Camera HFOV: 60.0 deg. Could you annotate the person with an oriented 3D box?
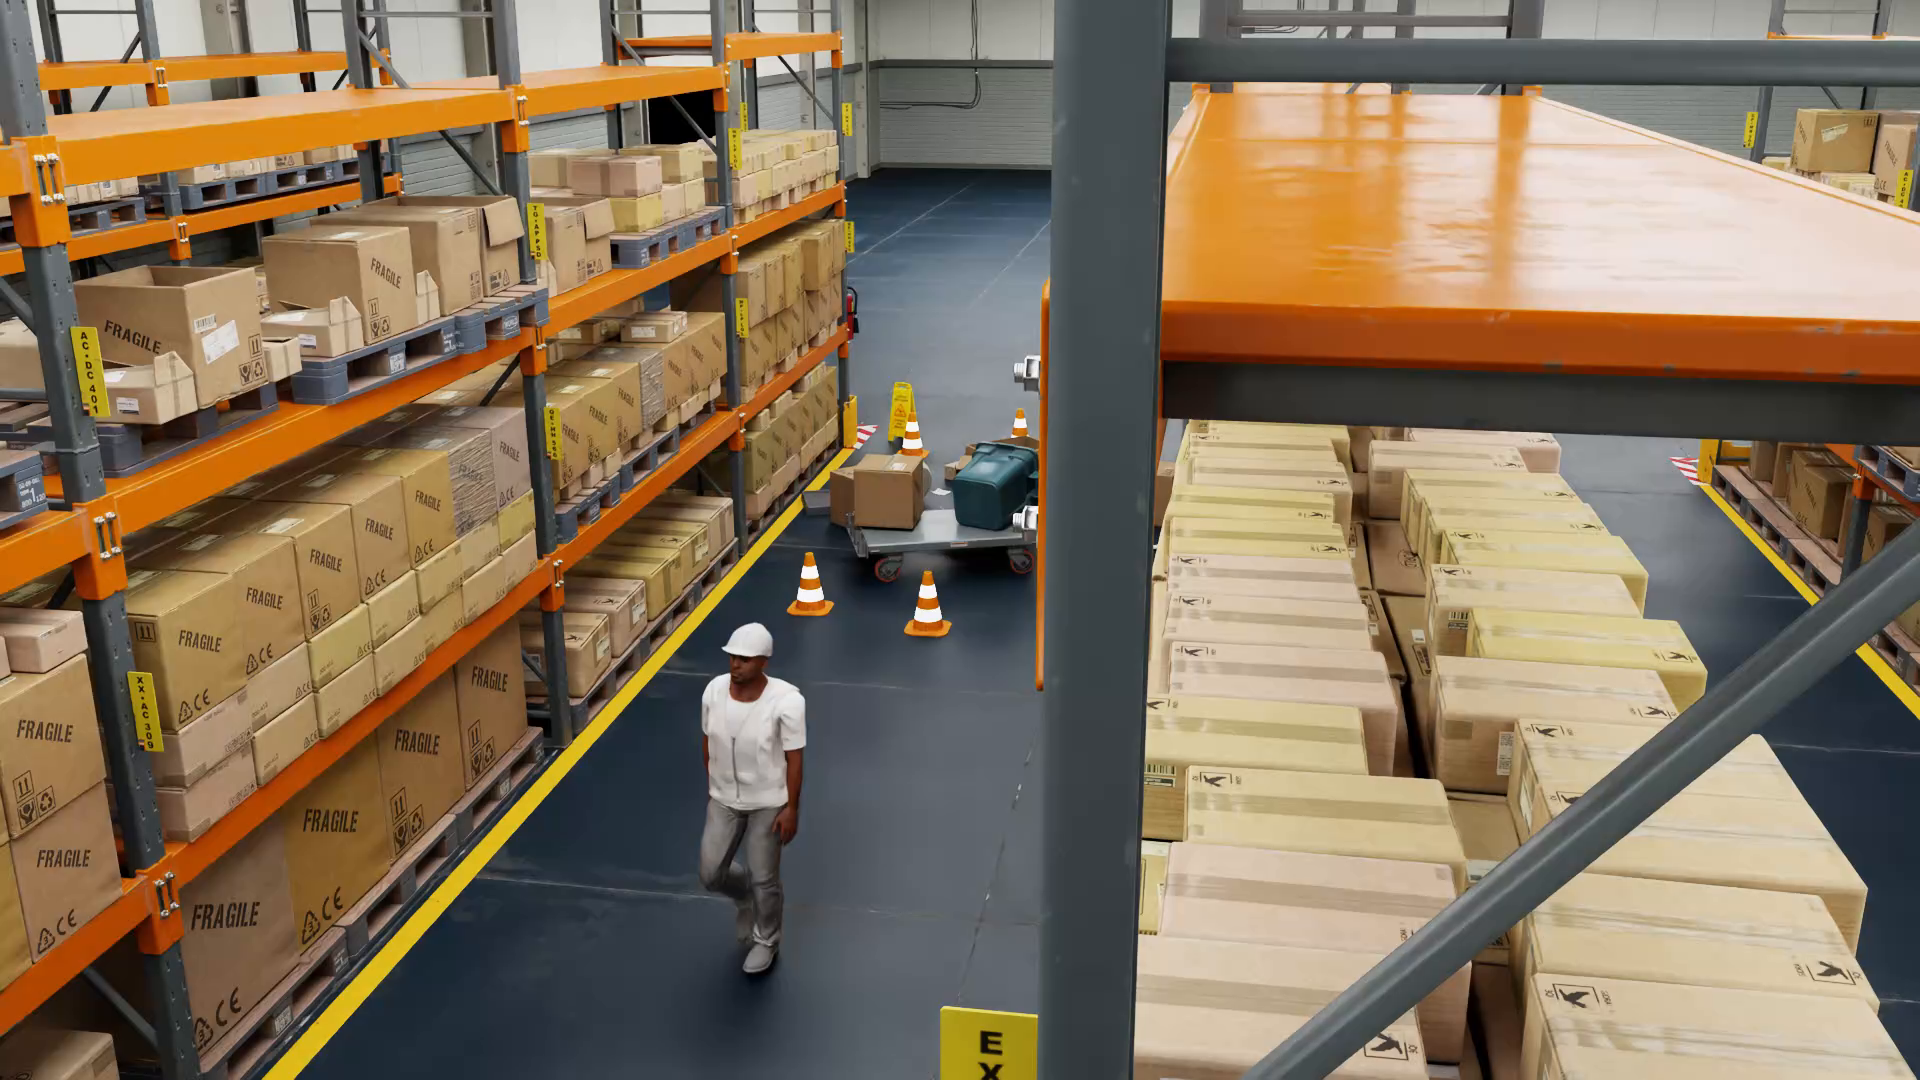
[{"bbox_3d":[-1.015,1.244,8.062,0.564,1.758,0.501,6,19,17],"label":"person"}]
